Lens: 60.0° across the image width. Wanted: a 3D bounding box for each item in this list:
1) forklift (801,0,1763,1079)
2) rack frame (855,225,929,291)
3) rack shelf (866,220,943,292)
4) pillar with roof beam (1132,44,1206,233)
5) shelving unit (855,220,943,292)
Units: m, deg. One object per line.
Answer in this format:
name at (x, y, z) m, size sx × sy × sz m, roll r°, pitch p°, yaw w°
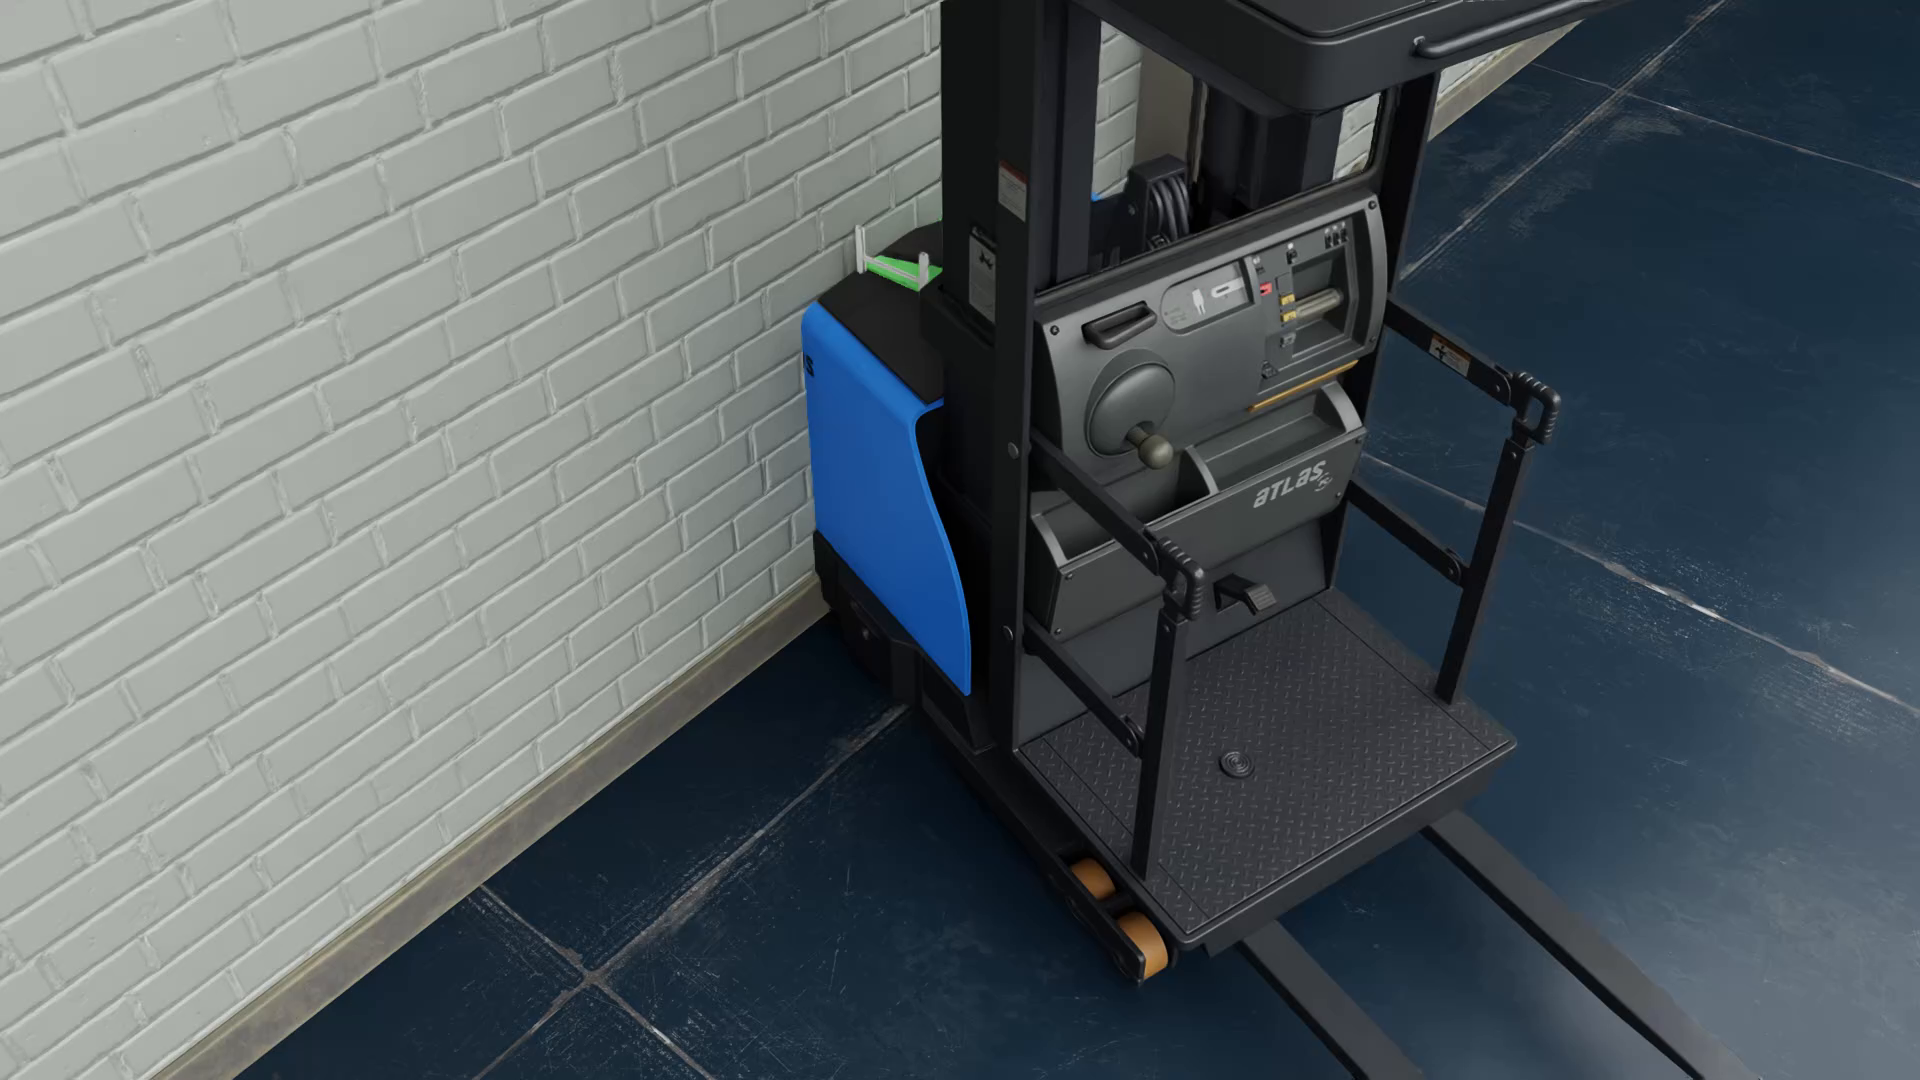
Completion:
forklift at (0.692, -0.380, 3.490) m, size 1.130 × 2.935 × 3.031 m, roll -24°, pitch 47°, yaw -24°
rack frame at (-0.172, -0.302, 4.646) m, size 0.240 × 1.200 × 0.015 m, roll 27°, pitch 47°, yaw 30°
rack shelf at (-0.019, -0.744, 4.529) m, size 0.258 × 0.148 × 0.480 m, roll 27°, pitch 47°, yaw 30°
pillar with roof beam at (4.083, -2.074, 0.842) m, size 9.100 × 9.000 × 0.400 m, roll 29°, pitch 50°, yaw 28°
shelving unit at (-0.015, -0.421, 4.790) m, size 0.258 × 1.200 × 0.503 m, roll 27°, pitch 47°, yaw 30°
